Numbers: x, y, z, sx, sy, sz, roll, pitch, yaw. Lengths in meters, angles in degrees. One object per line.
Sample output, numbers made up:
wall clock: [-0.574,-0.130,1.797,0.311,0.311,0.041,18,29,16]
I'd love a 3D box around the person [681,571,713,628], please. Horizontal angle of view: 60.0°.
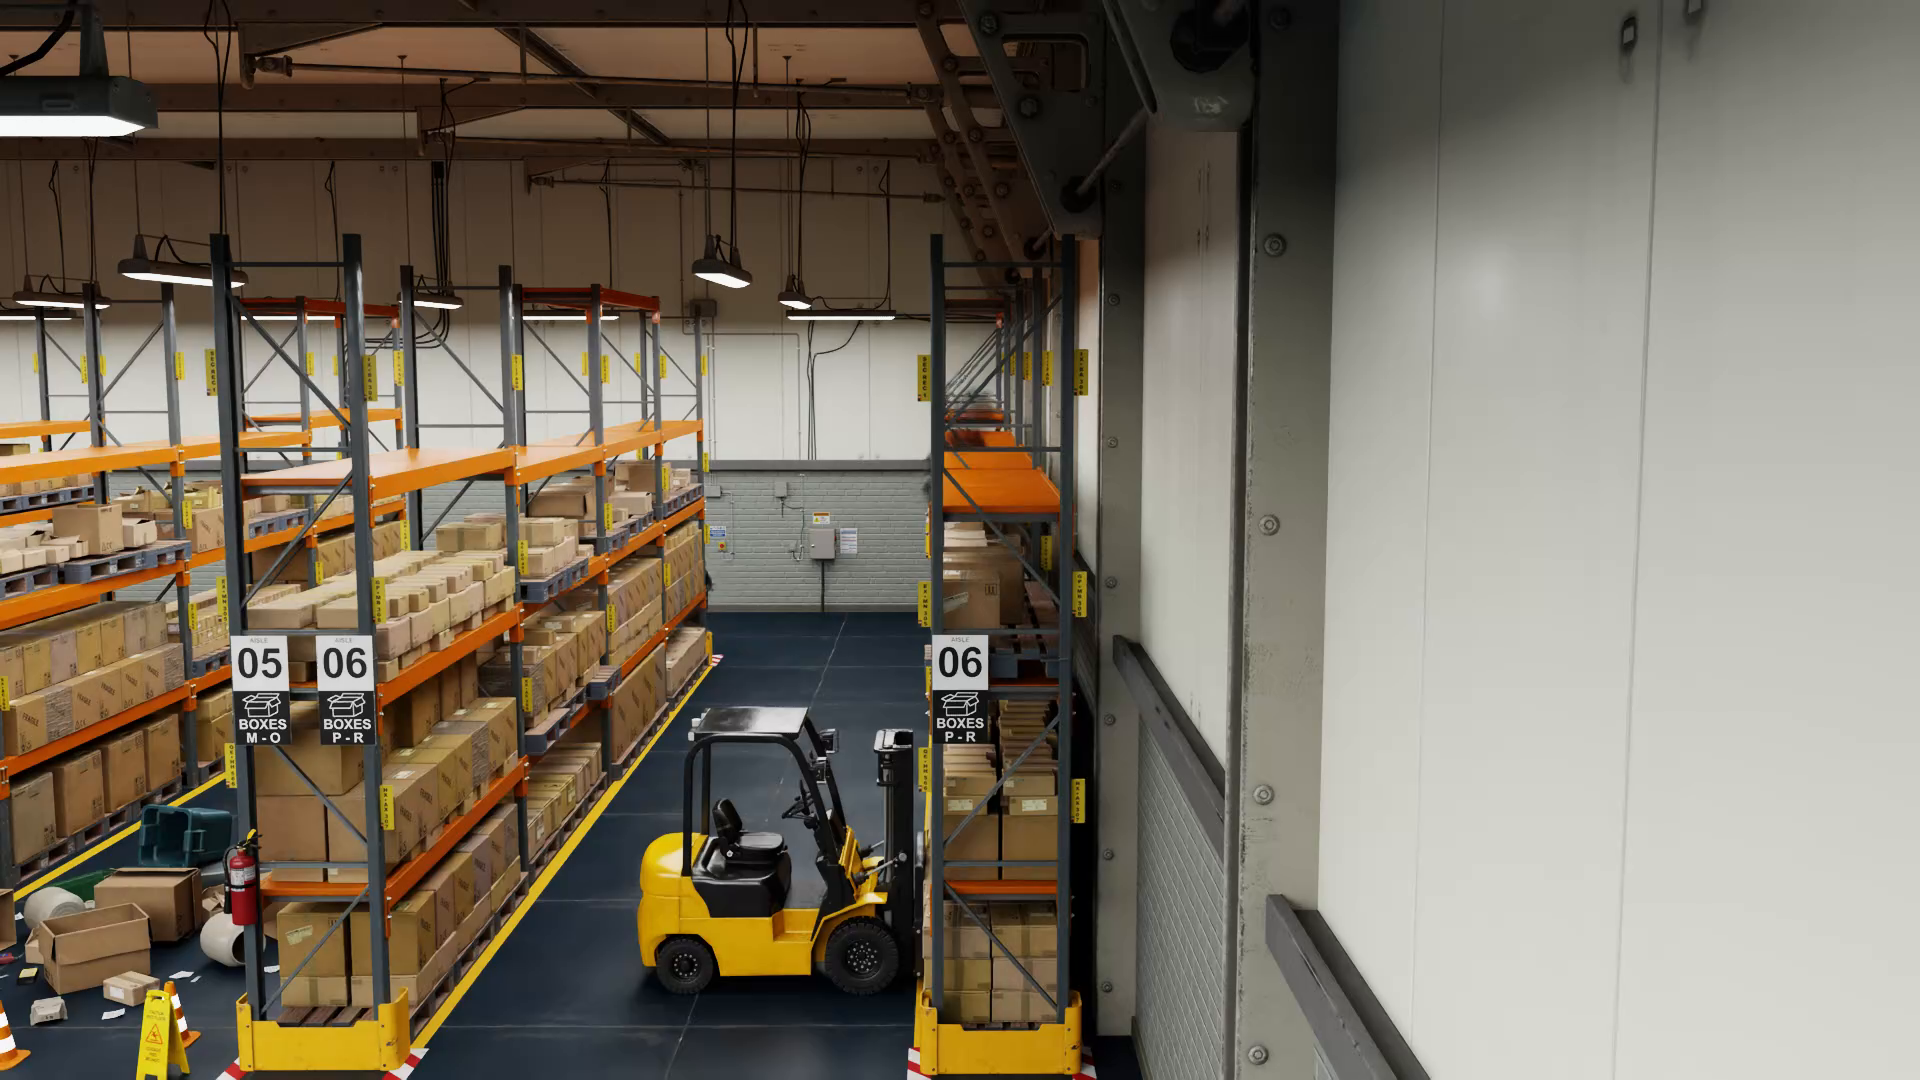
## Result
person: [-4.693,1.117,29.278,0.509,1.668,0.713,4,8,34]
